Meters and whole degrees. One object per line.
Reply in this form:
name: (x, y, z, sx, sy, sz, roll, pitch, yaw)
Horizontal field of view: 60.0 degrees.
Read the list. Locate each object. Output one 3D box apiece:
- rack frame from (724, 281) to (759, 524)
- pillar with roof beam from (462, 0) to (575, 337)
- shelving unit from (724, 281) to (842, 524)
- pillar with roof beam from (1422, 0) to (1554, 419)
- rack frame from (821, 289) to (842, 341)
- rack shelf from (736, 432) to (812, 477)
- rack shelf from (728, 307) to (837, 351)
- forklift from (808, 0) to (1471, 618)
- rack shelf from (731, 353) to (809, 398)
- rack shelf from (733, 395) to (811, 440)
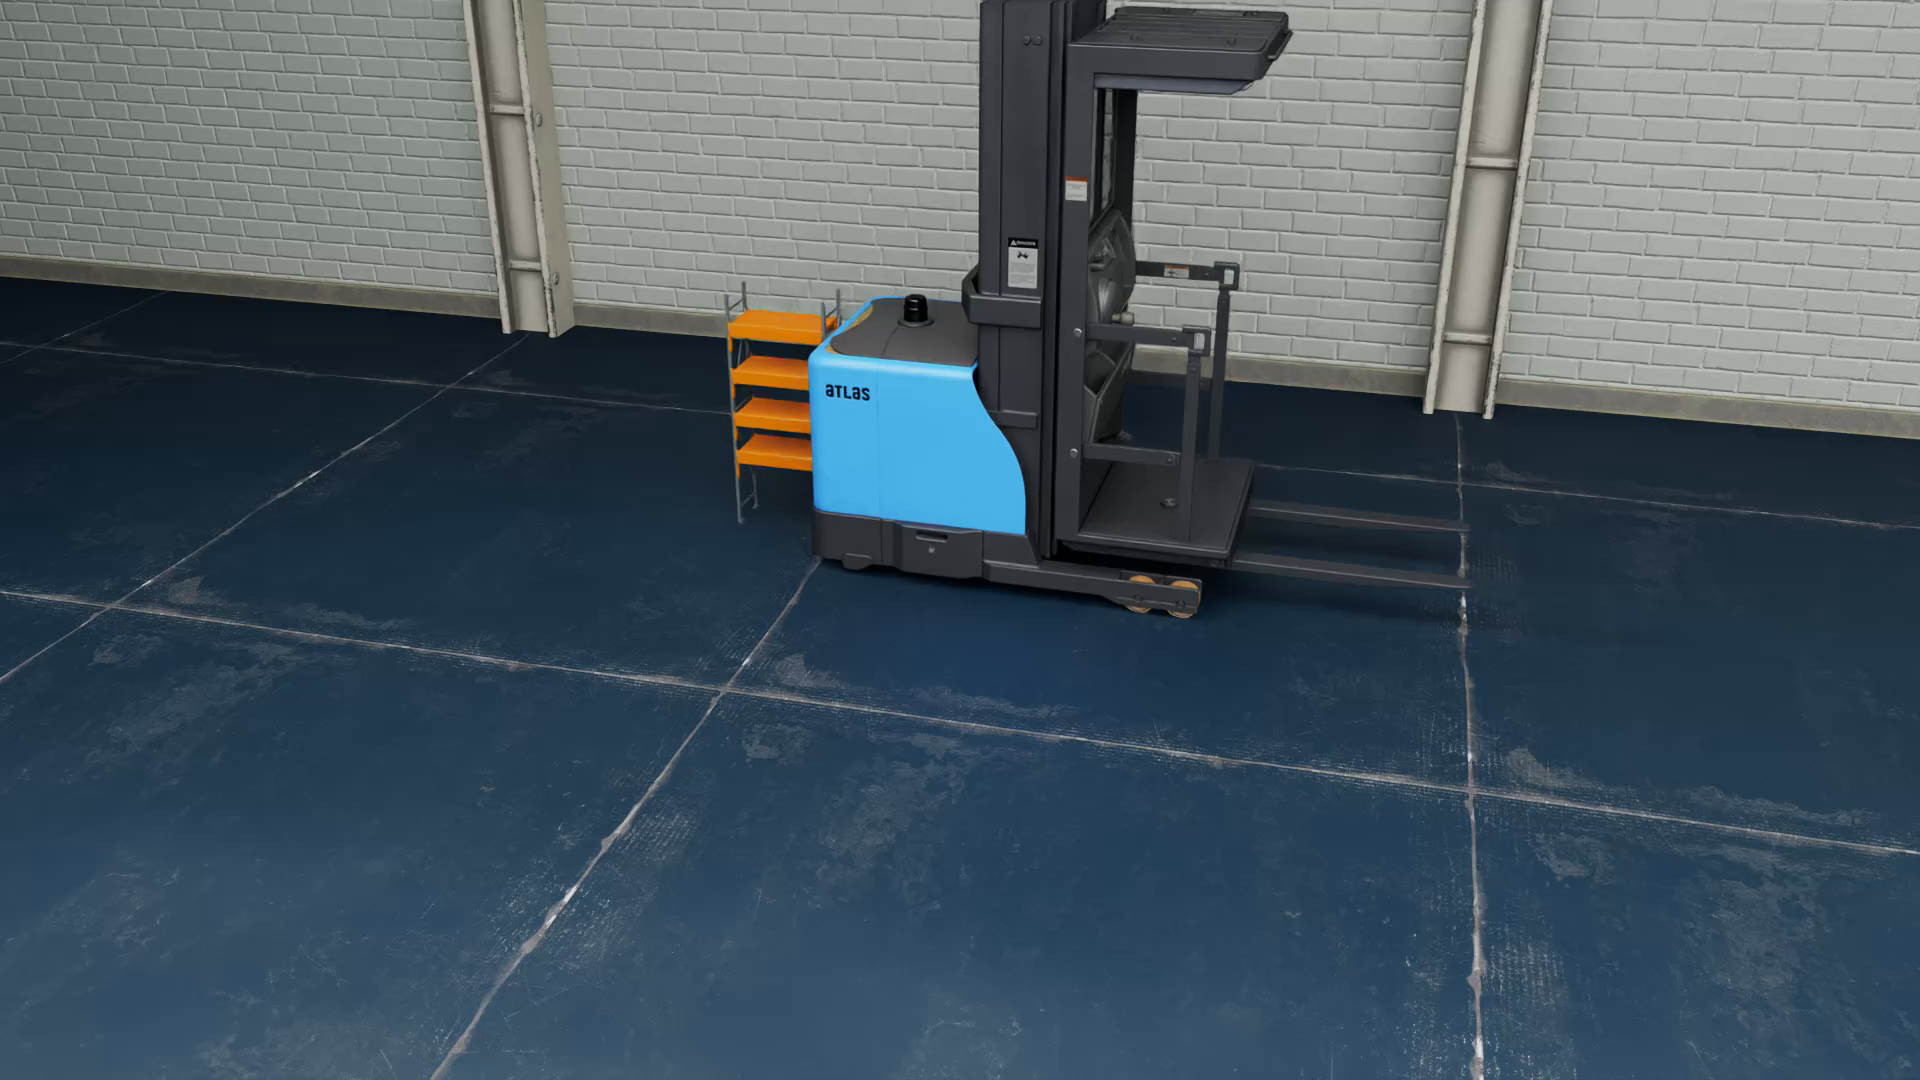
rack frame: (-1.084, -0.674, 8.270, 0.015, 1.200, 0.240, 7, 26, 14)
pillar with roof beam: (-3.918, -3.706, 5.567, 0.400, 9.000, 9.100, 6, 26, 13)
shelving unit: (-0.849, -0.646, 8.211, 0.503, 1.200, 0.258, 7, 26, 14)
pillar with roof beam: (1.893, -3.064, 4.217, 0.400, 9.000, 9.100, 6, 26, 13)
rack frame: (-0.614, -0.618, 8.152, 0.015, 1.200, 0.240, 7, 26, 14)
rack shelf: (-0.849, -0.406, 8.325, 0.480, 0.148, 0.258, 7, 26, 14)
rack shelf: (-0.849, -1.001, 8.042, 0.480, 0.148, 0.258, 7, 26, 14)
forklift: (0.868, -1.225, 7.414, 3.031, 2.935, 1.130, 7, 26, 14)
rack shelf: (-0.849, -0.787, 8.144, 0.480, 0.148, 0.258, 7, 26, 14)
rack shelf: (-0.849, -0.585, 8.240, 0.480, 0.148, 0.258, 7, 26, 14)
